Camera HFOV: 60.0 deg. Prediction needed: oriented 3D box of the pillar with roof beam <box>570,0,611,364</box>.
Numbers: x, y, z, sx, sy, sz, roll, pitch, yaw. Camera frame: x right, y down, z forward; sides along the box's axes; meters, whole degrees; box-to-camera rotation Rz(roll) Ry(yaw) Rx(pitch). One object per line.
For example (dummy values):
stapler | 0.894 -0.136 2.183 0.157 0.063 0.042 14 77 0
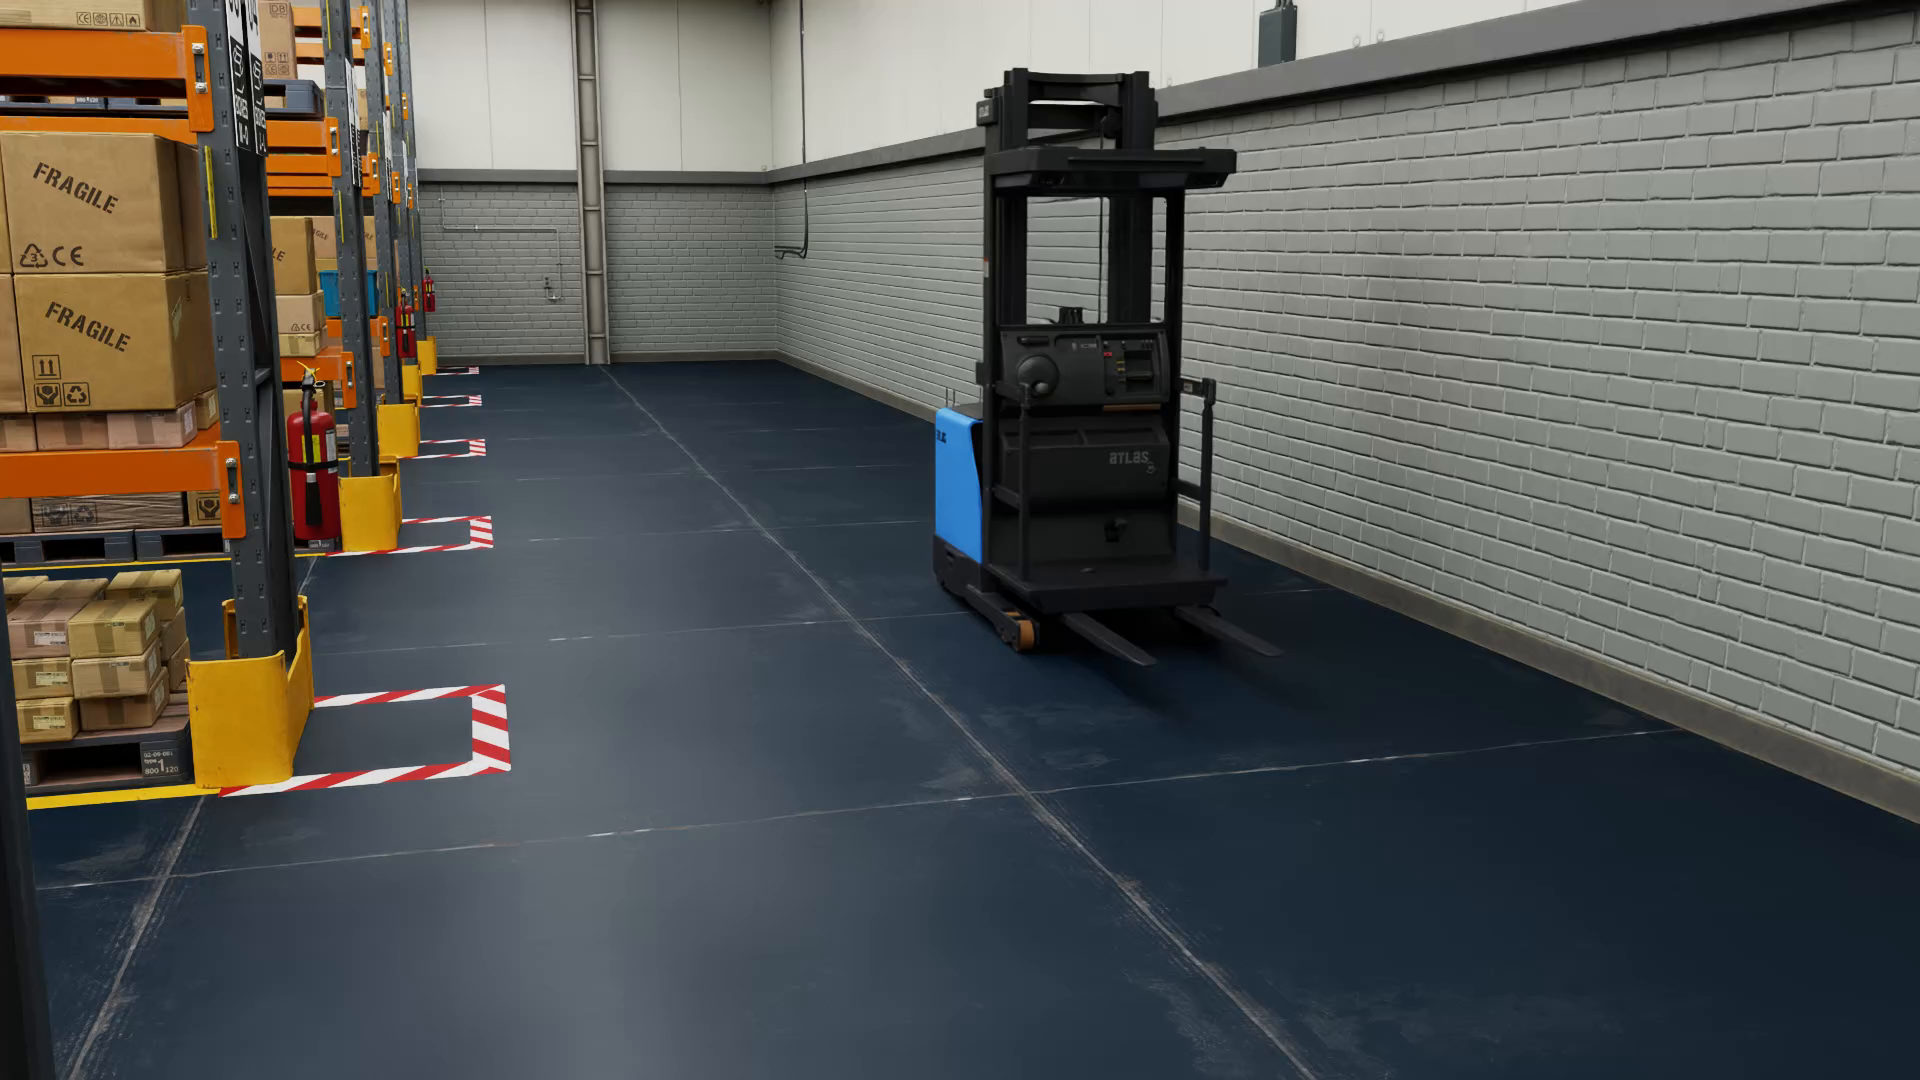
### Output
pillar with roof beam | -4.742 -6.572 22.392 0.400 9.000 9.100 -3 11 -16

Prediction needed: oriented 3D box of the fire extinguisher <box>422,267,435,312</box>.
fire extinguisher | -8.022 -3.789 25.087 0.183 0.674 0.296 -3 11 -16

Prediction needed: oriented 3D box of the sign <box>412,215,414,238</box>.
sign | -8.157 -4.674 24.798 0.005 0.325 0.100 -3 11 -16

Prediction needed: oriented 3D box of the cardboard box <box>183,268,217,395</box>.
cardboard box | -3.361 -0.853 6.799 0.500 0.500 0.500 -2 11 -13

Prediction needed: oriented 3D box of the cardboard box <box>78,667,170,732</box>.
cardboard box | -3.300 0.626 6.576 0.250 0.149 0.380 -3 11 -15

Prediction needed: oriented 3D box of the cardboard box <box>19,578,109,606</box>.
cardboard box | -3.682 0.273 6.851 0.250 0.149 0.380 -3 11 -15

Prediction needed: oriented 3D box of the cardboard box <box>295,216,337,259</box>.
cardboard box | -7.743 -3.667 20.143 0.500 0.500 0.500 -3 11 -14

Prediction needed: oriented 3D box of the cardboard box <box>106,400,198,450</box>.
cardboard box | -3.087 -0.443 6.364 0.250 0.149 0.380 -3 11 -16

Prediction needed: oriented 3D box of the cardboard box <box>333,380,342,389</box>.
cardboard box | -7.774 -1.970 20.573 0.250 0.166 0.380 -3 11 -16

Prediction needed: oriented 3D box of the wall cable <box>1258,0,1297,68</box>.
wall cable | 2.250 -5.719 8.874 0.120 5.999 2.277 -3 11 -16

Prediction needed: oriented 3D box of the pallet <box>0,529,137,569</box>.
pallet | -6.057 -0.013 11.036 1.213 0.211 1.003 -3 11 -16

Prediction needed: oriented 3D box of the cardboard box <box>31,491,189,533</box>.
cardboard box | -5.608 -0.569 11.062 0.875 0.875 0.875 -3 11 -16

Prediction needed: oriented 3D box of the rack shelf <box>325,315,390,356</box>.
rack shelf | -7.447 -1.906 15.601 4.000 0.370 1.077 -3 11 -16

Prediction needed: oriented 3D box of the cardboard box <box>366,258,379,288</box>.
cardboard box | -7.261 -3.201 20.375 0.500 0.500 0.500 -3 11 -14

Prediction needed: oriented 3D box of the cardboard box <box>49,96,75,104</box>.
cardboard box | -10.292 -5.067 19.463 0.500 0.500 0.700 -3 11 -16

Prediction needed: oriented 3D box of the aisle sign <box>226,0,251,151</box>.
aisle sign | -2.699 -1.863 6.199 0.004 0.787 0.394 -3 11 -16

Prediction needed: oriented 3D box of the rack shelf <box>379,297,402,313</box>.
rack shelf | -8.828 -2.767 20.280 4.000 0.370 1.077 -3 11 -16

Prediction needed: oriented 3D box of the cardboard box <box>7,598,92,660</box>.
cardboard box | -3.547 0.344 6.464 0.250 0.149 0.380 -3 11 -15

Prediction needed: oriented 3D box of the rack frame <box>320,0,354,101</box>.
rack frame | -4.142 -4.450 10.866 0.127 3.000 1.000 -3 11 -16

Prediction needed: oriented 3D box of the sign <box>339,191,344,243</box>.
sign | -4.004 -2.091 10.766 0.005 0.325 0.100 -3 11 -16

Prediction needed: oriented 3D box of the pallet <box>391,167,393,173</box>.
pallet | -9.005 -5.475 24.964 1.213 0.211 1.003 -3 11 -16

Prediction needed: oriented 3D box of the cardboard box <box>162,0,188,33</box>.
cardboard box | -3.355 -2.056 6.558 0.500 0.250 0.500 -3 11 -14

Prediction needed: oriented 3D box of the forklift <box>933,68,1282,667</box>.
forklift | 0.726 -0.951 8.615 1.130 2.935 3.031 -3 11 -15

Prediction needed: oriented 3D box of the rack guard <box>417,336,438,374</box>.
rack guard | -8.272 -2.855 25.674 0.348 0.500 1.175 -3 11 -16

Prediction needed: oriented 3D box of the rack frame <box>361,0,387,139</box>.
rack frame | -5.526 -5.311 15.543 0.127 3.000 1.000 -3 11 -16

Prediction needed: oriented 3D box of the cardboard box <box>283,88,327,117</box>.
cardboard box | -7.900 -5.199 20.179 0.500 0.500 0.700 -3 11 -16

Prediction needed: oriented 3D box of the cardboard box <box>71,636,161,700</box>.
cardboard box | -3.280 0.493 6.476 0.250 0.149 0.380 -3 11 -17

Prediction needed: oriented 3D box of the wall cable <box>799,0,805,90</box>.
wall cable | -2.009 -7.744 23.384 0.112 2.526 3.097 -3 11 -16

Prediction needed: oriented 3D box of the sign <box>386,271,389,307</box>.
sign | -5.357 -2.346 15.556 0.005 0.325 0.100 -3 11 -16

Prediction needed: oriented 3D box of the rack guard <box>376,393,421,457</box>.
rack guard | -5.507 -1.135 16.331 0.348 0.500 1.175 -3 11 -16

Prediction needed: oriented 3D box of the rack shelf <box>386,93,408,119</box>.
rack shelf | -10.216 -6.382 24.449 4.000 0.370 1.077 -3 11 -16

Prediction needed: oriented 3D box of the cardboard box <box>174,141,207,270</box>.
cardboard box | -3.358 -1.343 6.698 0.500 0.500 0.500 -3 11 -16

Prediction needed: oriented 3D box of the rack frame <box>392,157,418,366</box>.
rack frame | -6.907 -3.222 20.764 0.127 3.000 1.000 -3 11 -16

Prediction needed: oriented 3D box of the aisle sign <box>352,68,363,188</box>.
aisle sign | -4.157 -2.834 11.477 0.004 0.787 0.394 -3 11 -16

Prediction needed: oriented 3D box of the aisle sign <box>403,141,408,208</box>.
aisle sign | -6.756 -4.451 20.258 0.004 0.787 0.394 -3 11 -16

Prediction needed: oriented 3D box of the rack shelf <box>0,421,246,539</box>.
rack shelf | -4.773 -0.178 6.213 4.000 0.370 1.077 -3 11 -16

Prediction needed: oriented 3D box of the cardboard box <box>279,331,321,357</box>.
cardboard box | -4.392 -1.301 11.023 0.250 0.149 0.380 -3 11 -15

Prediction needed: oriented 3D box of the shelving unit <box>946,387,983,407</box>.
shelving unit | 0.051 -0.519 11.466 0.252 1.050 0.215 -3 11 -16

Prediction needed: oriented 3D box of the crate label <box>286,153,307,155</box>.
crate label | -6.503 -3.772 15.879 0.502 0.251 0.408 -3 11 -16

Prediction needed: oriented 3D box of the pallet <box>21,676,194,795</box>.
pallet | -3.716 0.778 6.739 1.213 0.211 1.003 -3 11 -16

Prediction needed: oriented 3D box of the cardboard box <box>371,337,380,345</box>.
cardboard box | -8.940 -3.007 25.342 0.500 0.500 0.700 -3 11 -16
